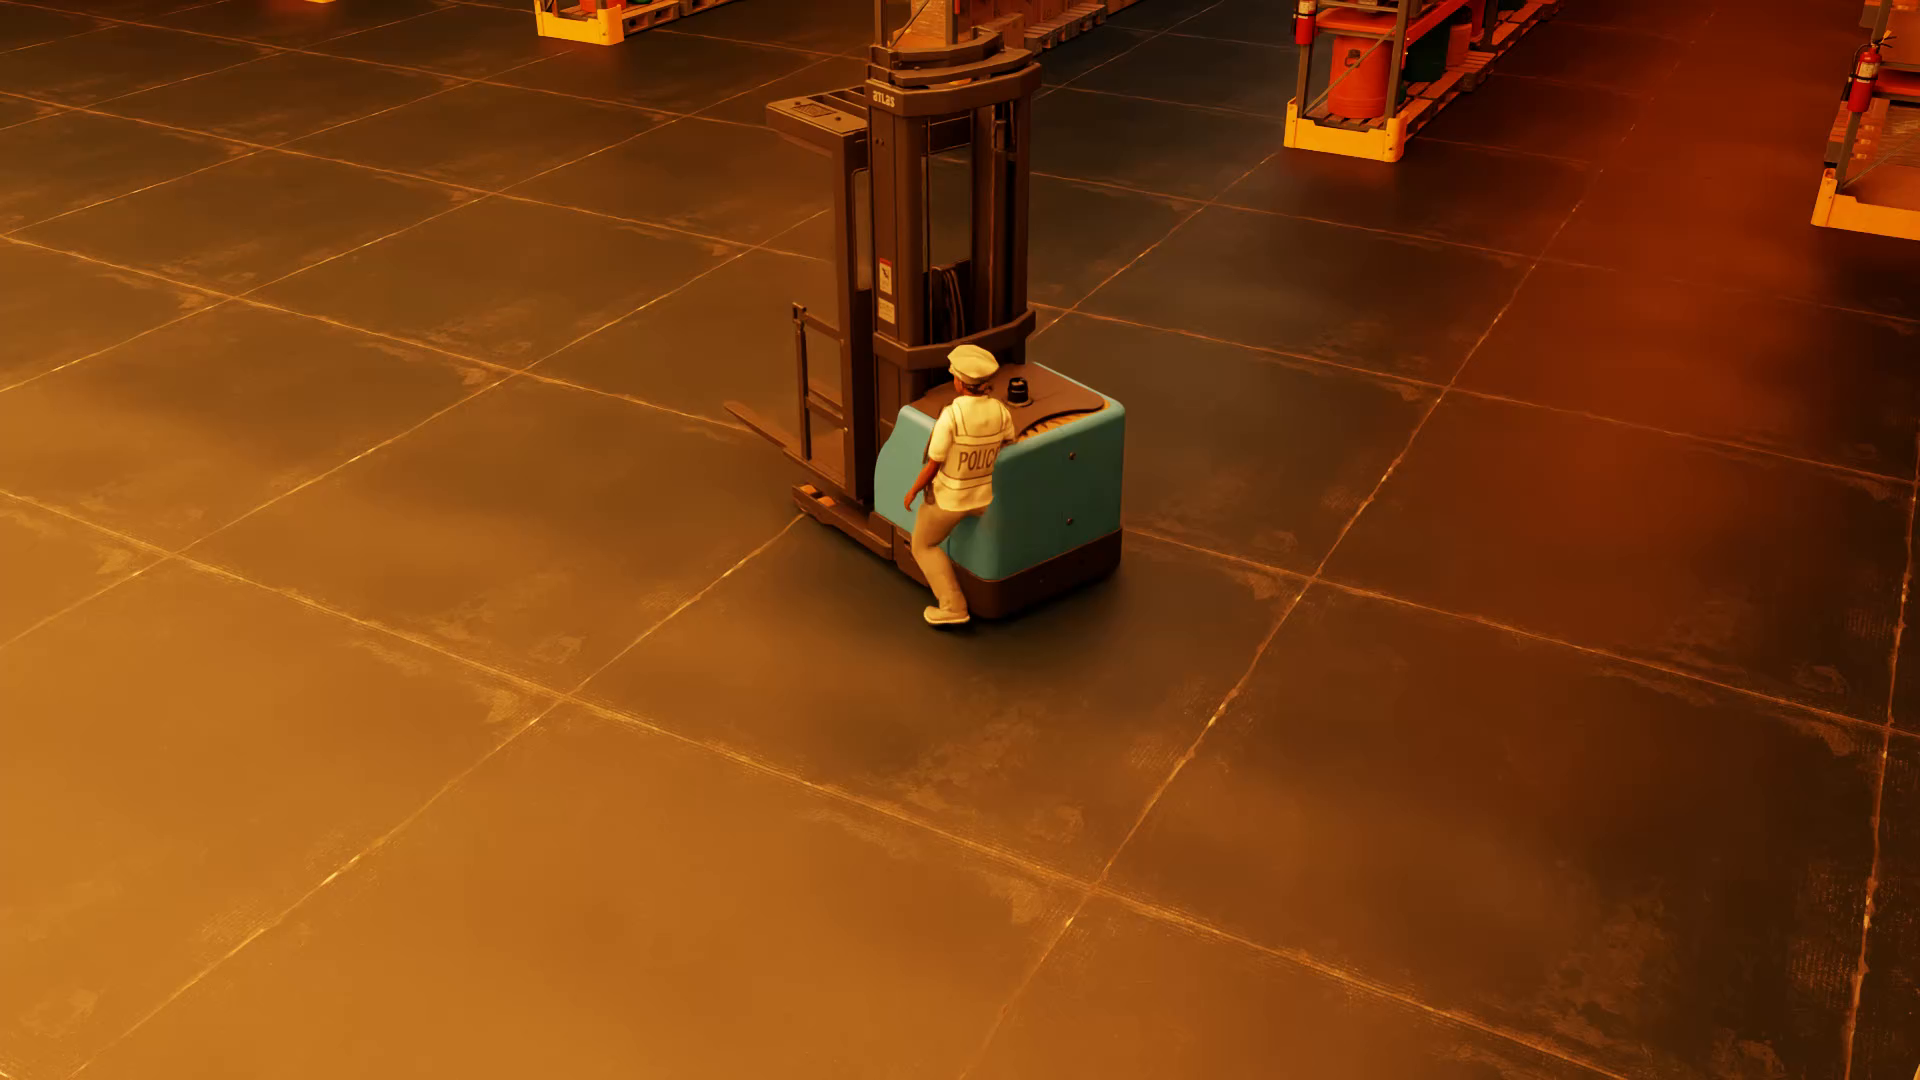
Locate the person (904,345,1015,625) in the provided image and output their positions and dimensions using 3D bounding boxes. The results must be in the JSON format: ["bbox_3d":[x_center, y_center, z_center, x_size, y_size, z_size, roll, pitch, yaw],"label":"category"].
[{"bbox_3d":[0.002,-0.310,8.916,0.654,1.614,0.575,-18,35,-28],"label":"person"}]

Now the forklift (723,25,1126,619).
[{"bbox_3d":[-0.382,-1.507,9.682,1.130,2.935,3.031,-22,37,-33],"label":"forklift"}]
